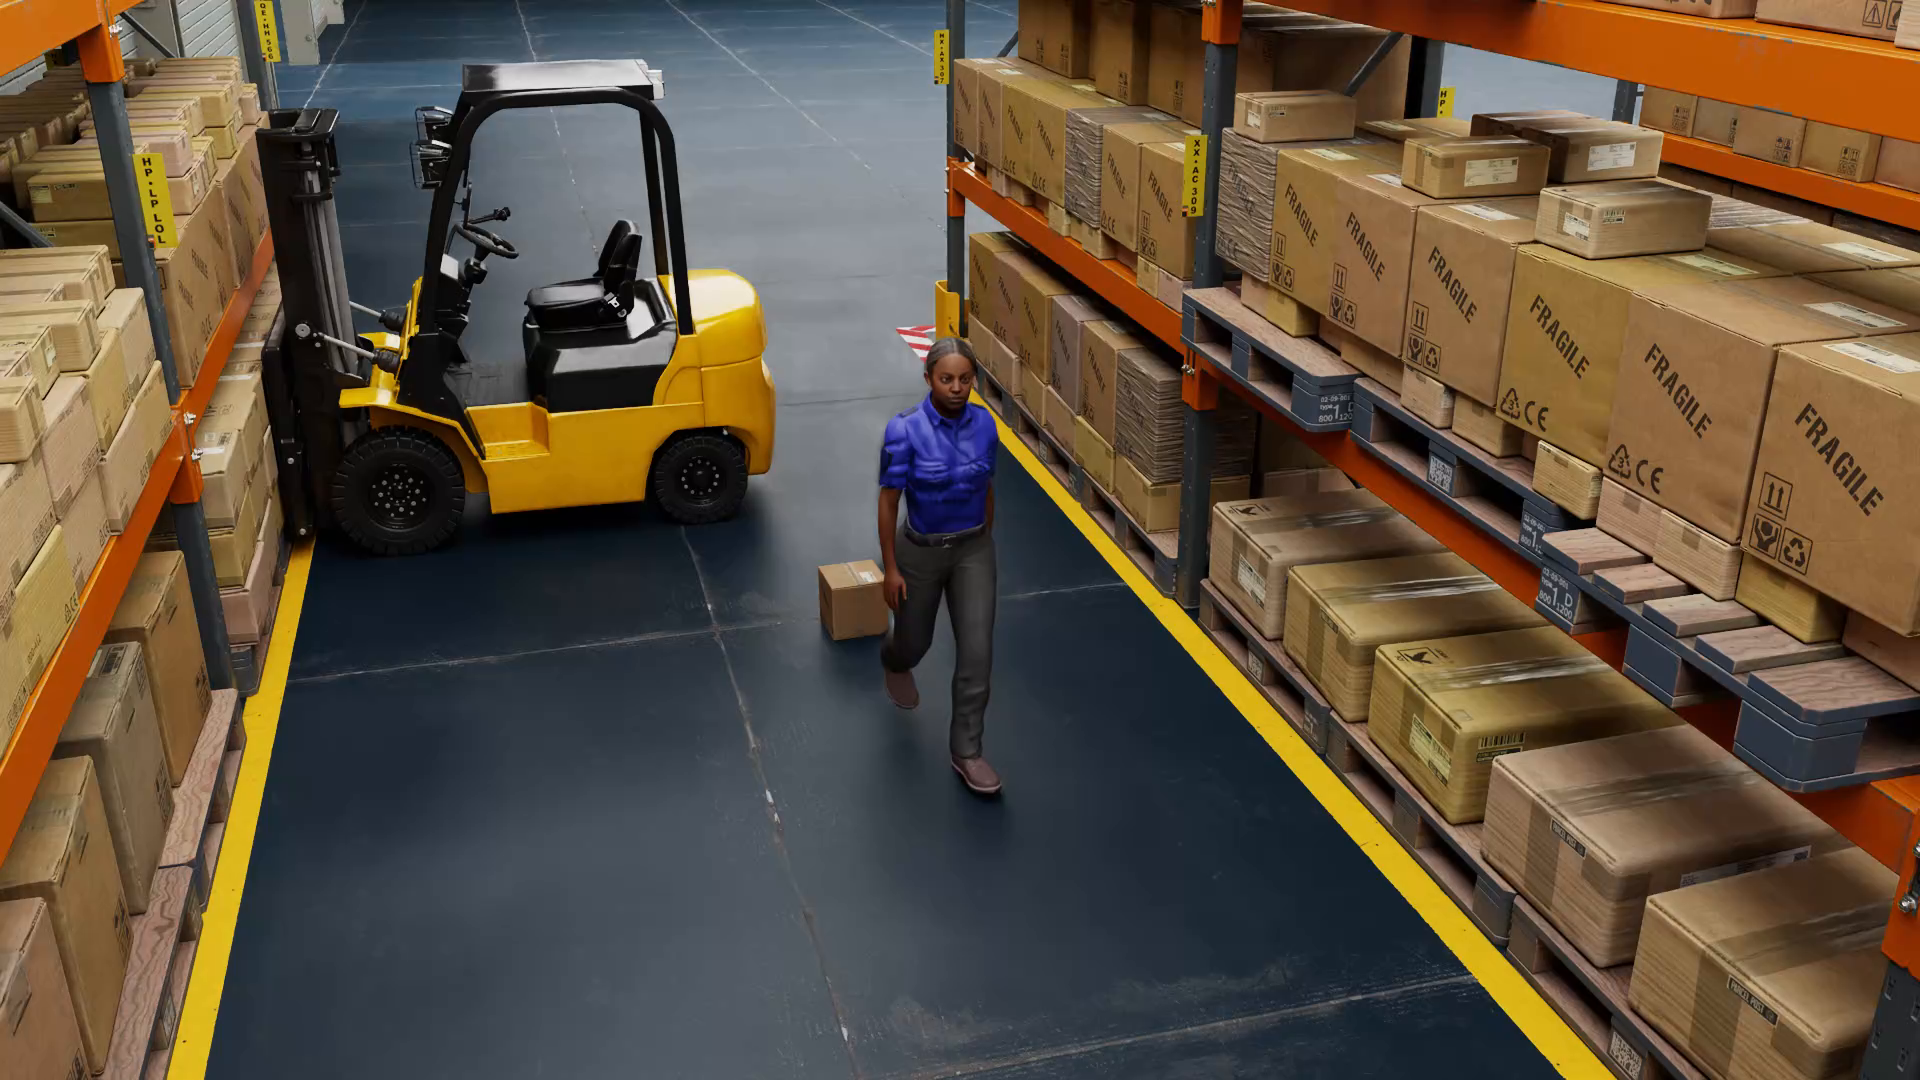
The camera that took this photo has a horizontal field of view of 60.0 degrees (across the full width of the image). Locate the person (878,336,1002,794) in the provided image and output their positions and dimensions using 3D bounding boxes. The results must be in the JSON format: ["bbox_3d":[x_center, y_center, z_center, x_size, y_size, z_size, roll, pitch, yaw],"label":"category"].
[{"bbox_3d":[-0.096,0.031,6.011,0.459,1.617,0.877,-8,24,-18],"label":"person"}]
